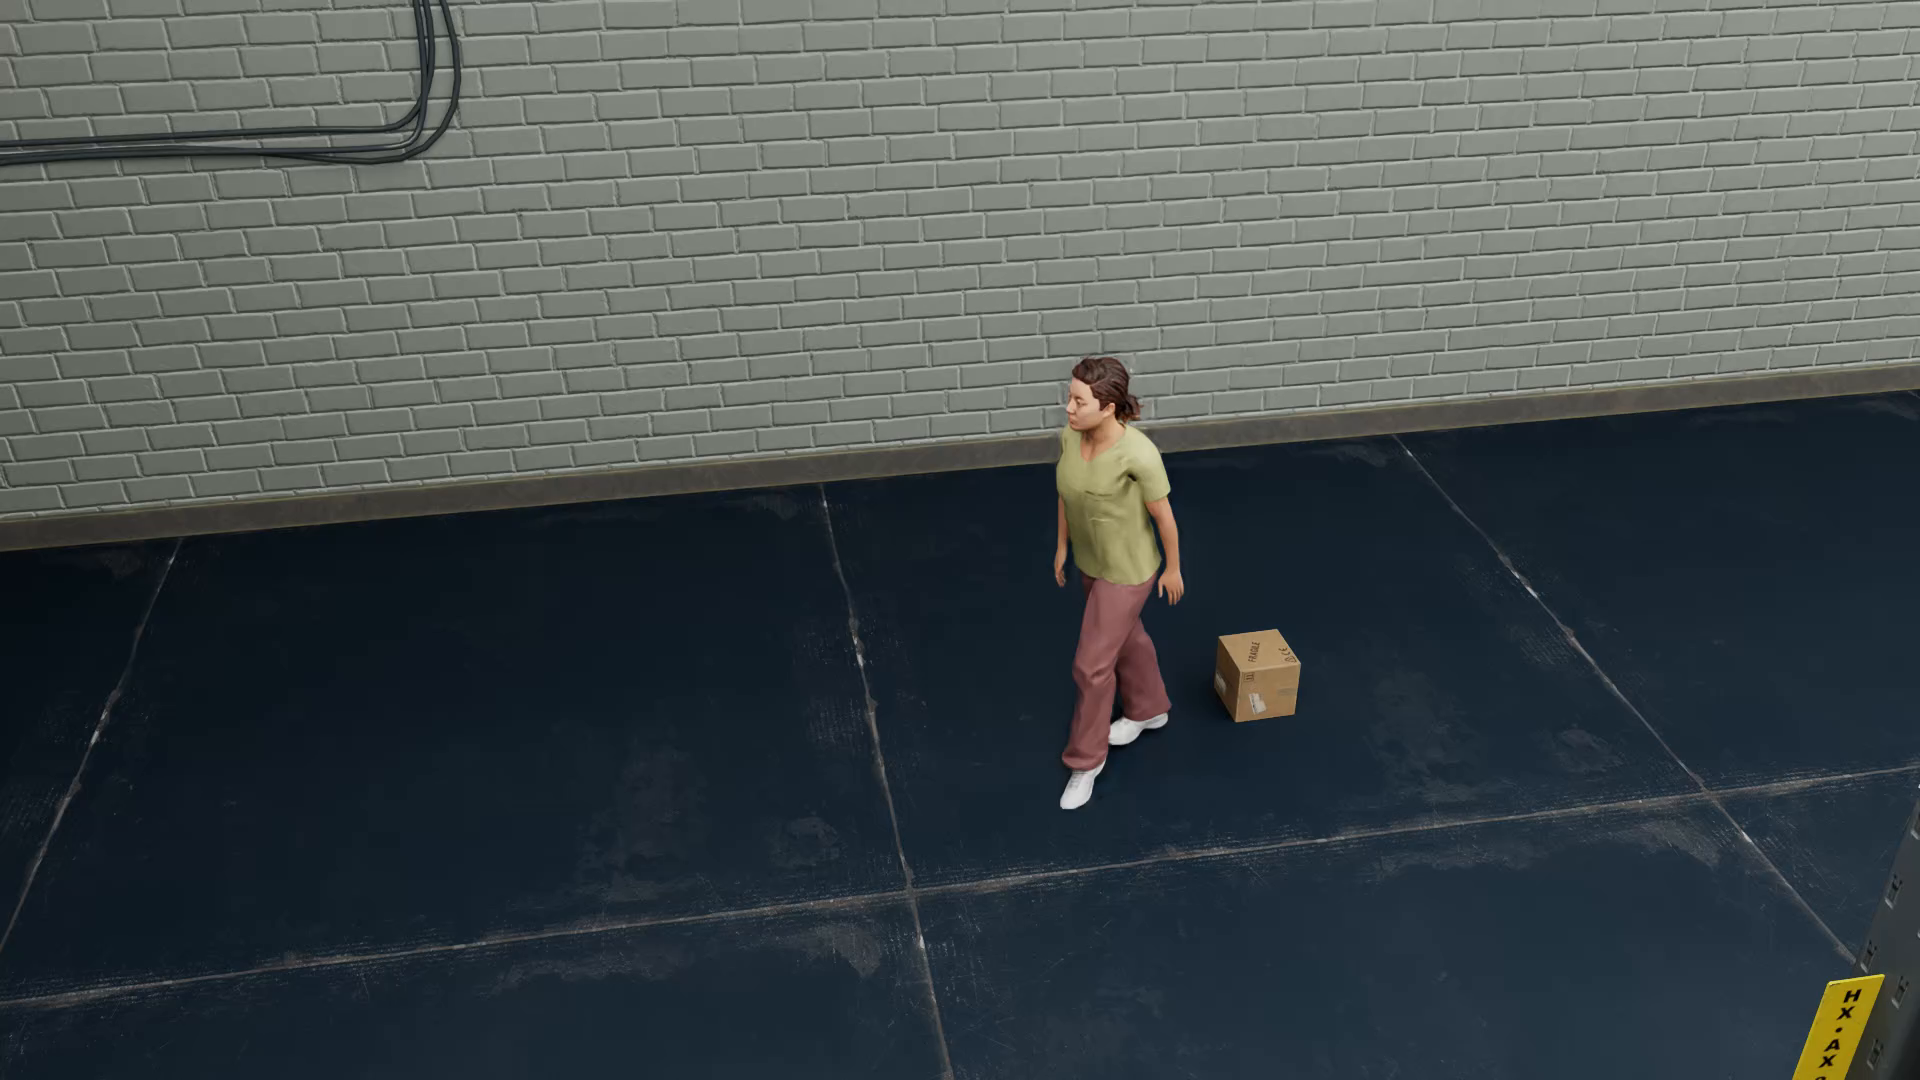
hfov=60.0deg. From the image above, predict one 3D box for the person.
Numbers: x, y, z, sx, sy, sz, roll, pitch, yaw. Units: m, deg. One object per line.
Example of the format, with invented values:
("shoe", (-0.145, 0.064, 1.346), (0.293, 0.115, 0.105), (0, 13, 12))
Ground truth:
("person", (0.533, 0.111, 5.979), (0.644, 1.699, 0.470), (-20, 36, -29))
